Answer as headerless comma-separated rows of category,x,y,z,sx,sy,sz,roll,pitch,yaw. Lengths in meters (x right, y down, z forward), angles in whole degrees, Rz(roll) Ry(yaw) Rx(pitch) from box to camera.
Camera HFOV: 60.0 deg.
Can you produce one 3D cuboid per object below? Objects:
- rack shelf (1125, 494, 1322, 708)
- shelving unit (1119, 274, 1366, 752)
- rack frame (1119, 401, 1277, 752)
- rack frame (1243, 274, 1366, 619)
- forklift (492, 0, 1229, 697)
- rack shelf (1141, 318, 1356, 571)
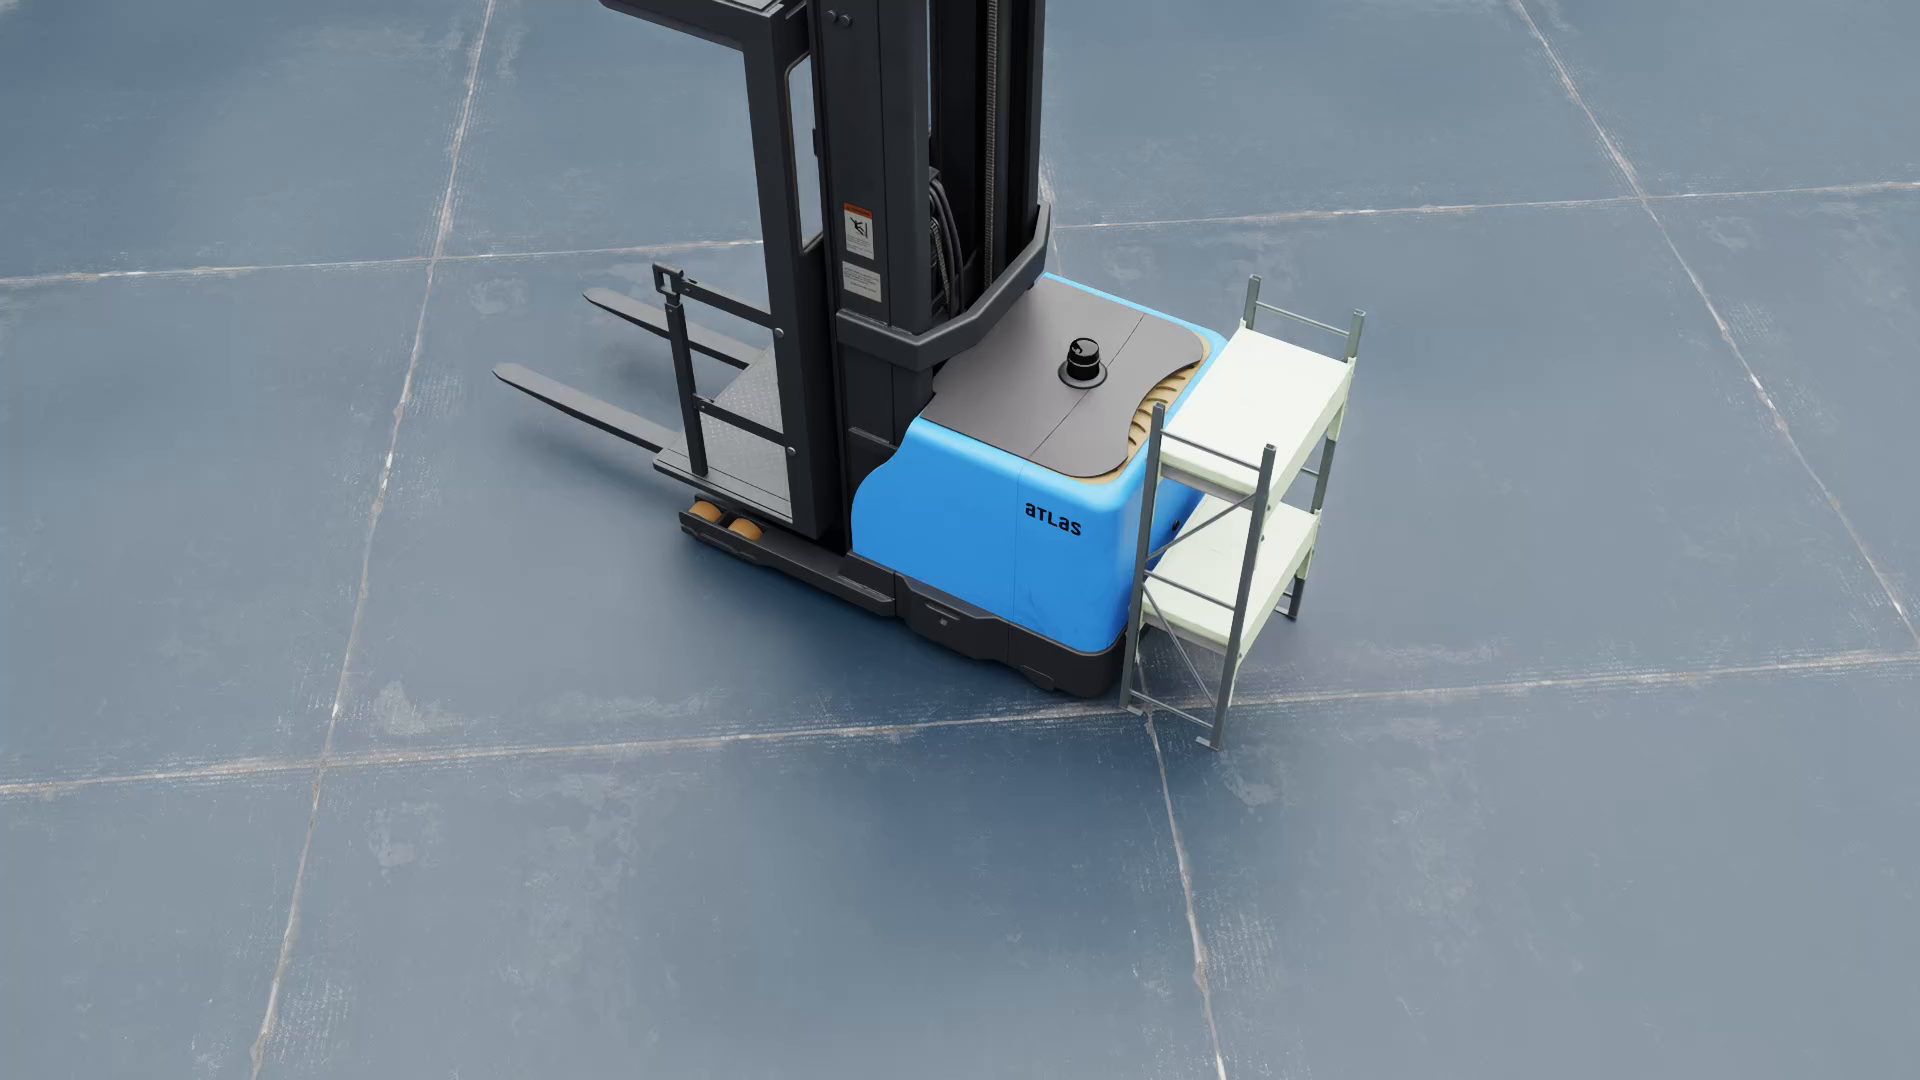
rack shelf,0.951,0.166,6.009,0.431,0.370,0.720,23,51,20
shelving unit,0.951,-0.058,5.772,0.431,1.500,0.755,23,51,20
rack frame,0.766,0.171,5.555,0.400,1.500,0.023,23,51,20
rack frame,1.136,-0.288,5.989,0.400,1.500,0.023,23,51,20
forklift,-0.537,-1.236,5.902,3.031,2.935,1.130,23,51,20
rack shelf,0.951,-0.327,5.489,0.431,0.370,0.720,23,51,20
